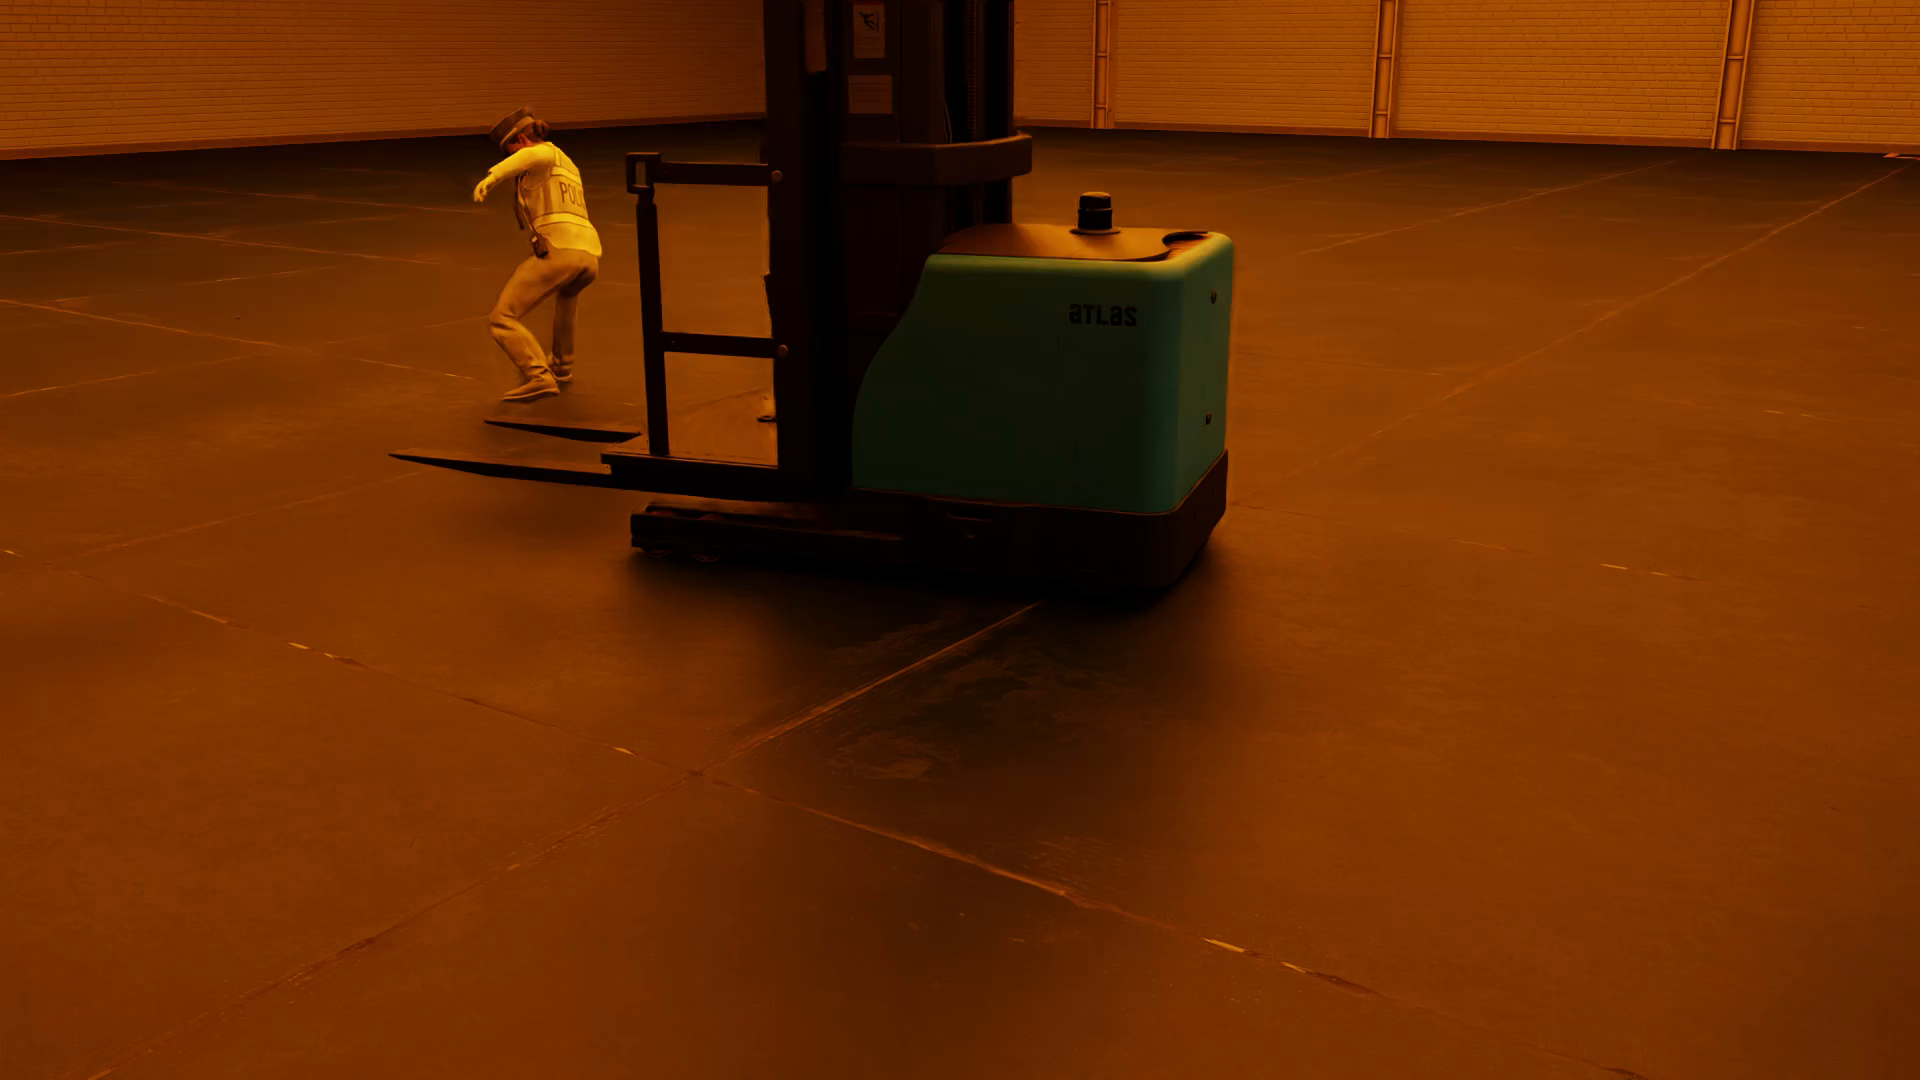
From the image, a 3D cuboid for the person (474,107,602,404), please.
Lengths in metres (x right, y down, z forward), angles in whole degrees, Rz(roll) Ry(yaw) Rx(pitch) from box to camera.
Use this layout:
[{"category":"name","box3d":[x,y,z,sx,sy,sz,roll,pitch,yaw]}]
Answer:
[{"category":"person","box3d":[-2.075,-1.393,8.162,0.705,1.403,1.127,6,18,20]}]

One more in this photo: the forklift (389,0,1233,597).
[{"category":"forklift","box3d":[-0.612,-1.461,5.717,3.031,2.935,1.130,6,18,18]}]
